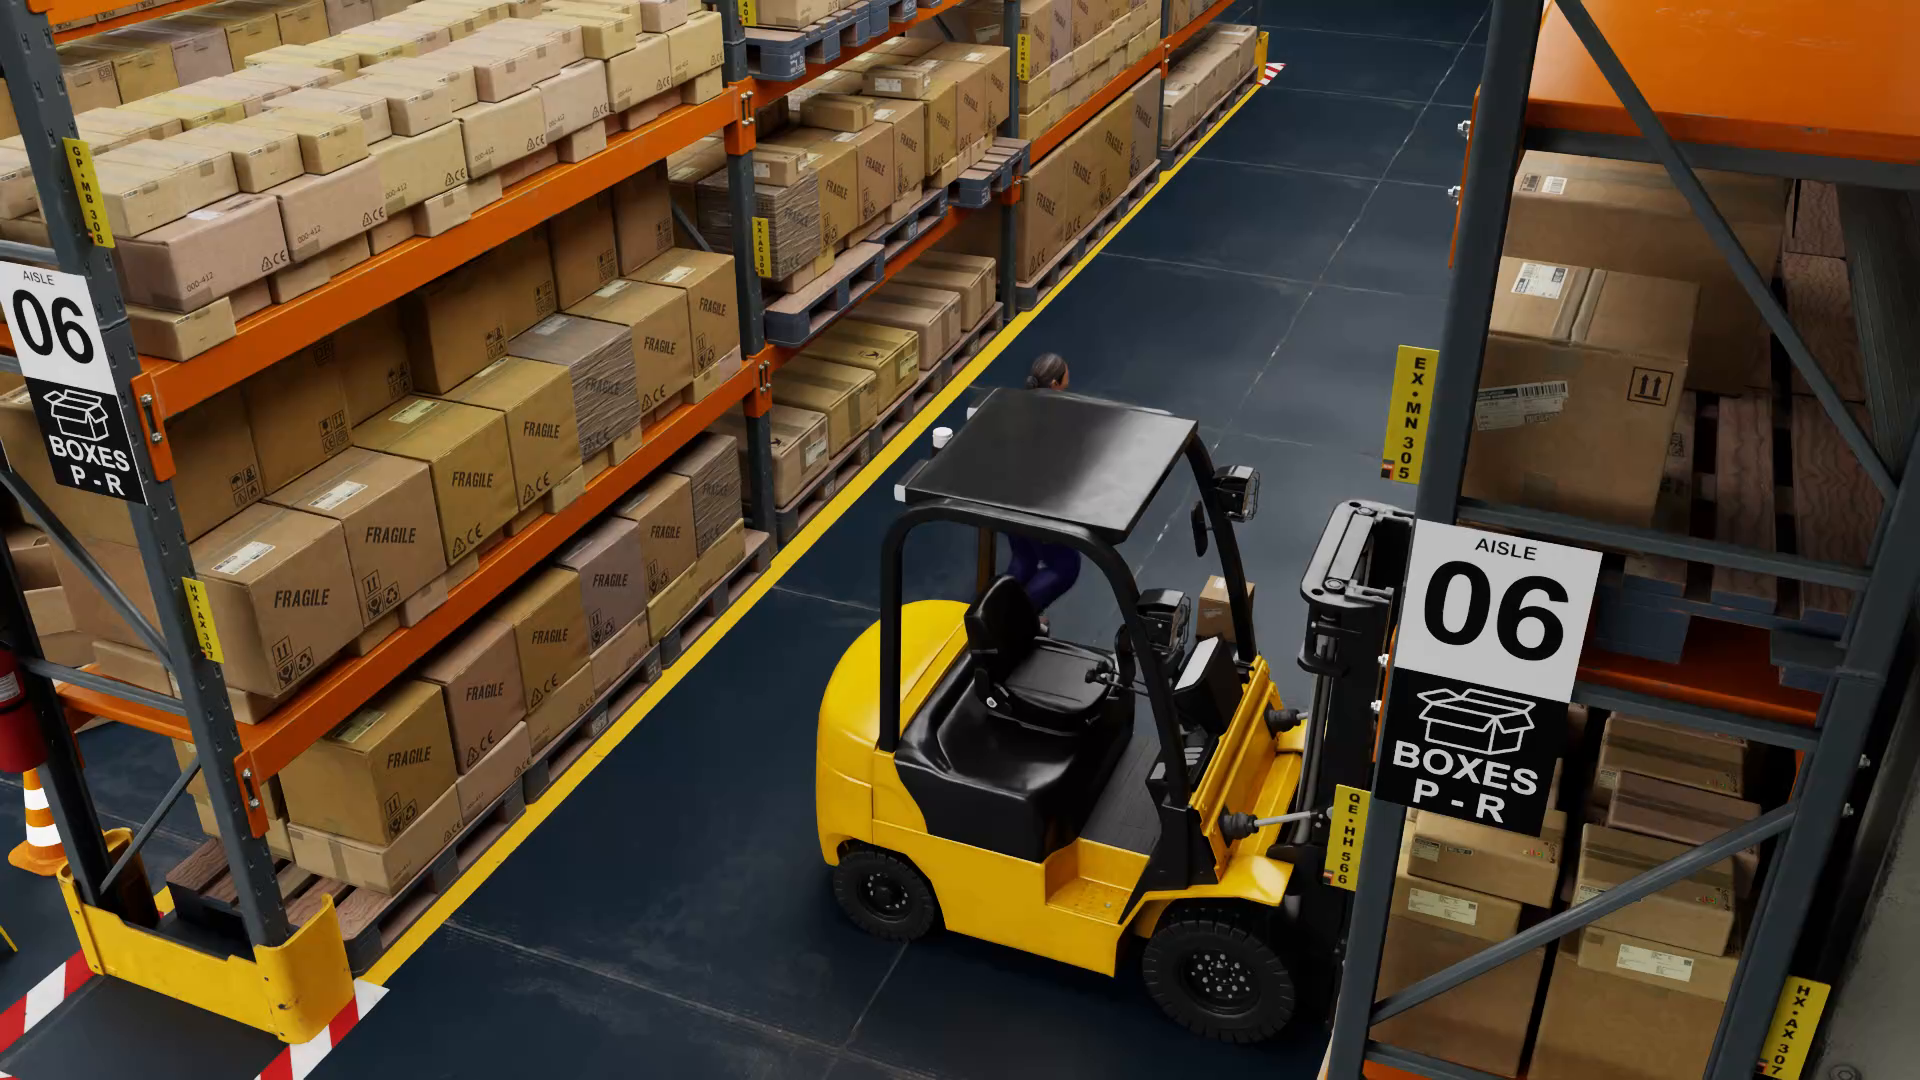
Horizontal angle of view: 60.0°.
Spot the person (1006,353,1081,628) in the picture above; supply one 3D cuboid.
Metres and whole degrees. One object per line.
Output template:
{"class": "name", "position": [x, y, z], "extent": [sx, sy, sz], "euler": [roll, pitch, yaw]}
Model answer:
{"class": "person", "position": [0.370, -0.179, 8.699], "extent": [0.477, 1.644, 0.522], "euler": [-14, 33, -23]}
